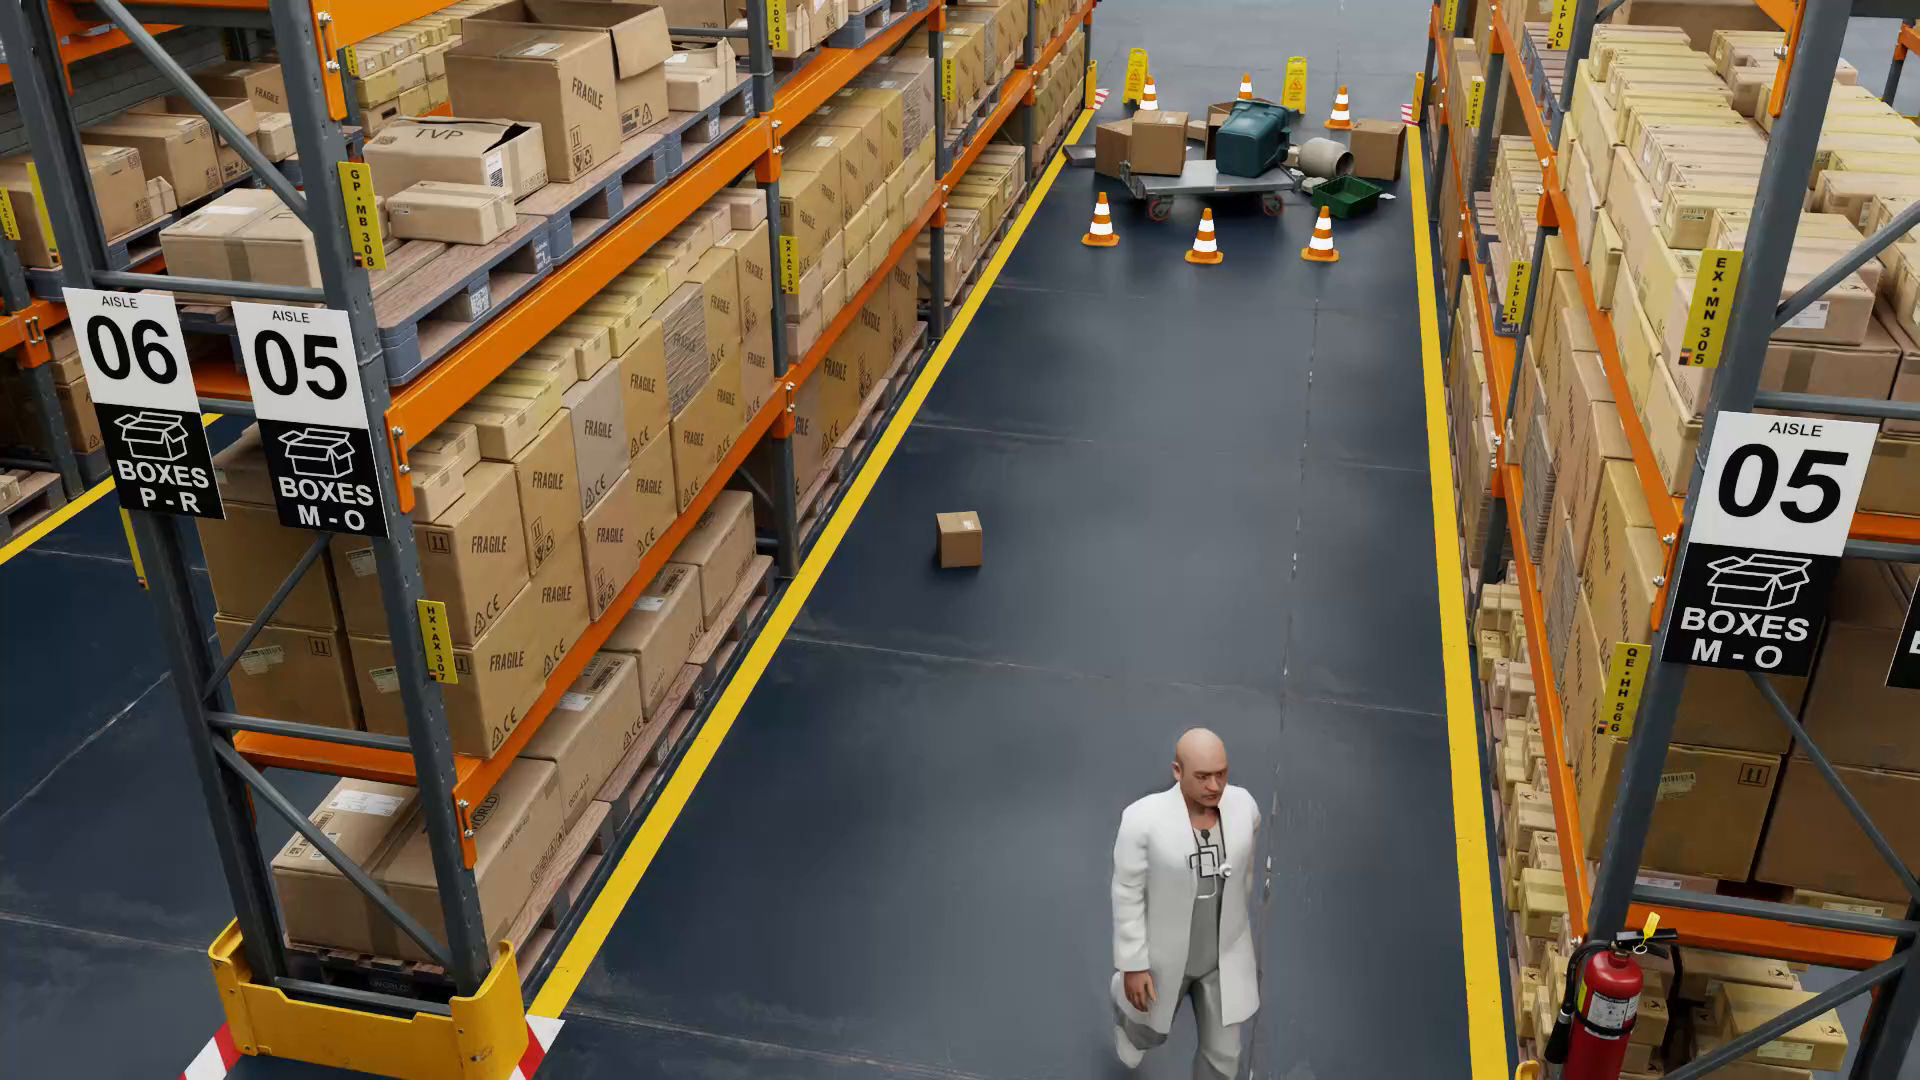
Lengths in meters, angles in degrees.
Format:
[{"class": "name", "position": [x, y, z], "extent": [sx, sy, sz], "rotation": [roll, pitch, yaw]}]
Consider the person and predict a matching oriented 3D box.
[{"class": "person", "position": [0.793, 1.472, 6.006], "extent": [0.560, 1.656, 0.949], "rotation": [-5, 29, -10]}]
